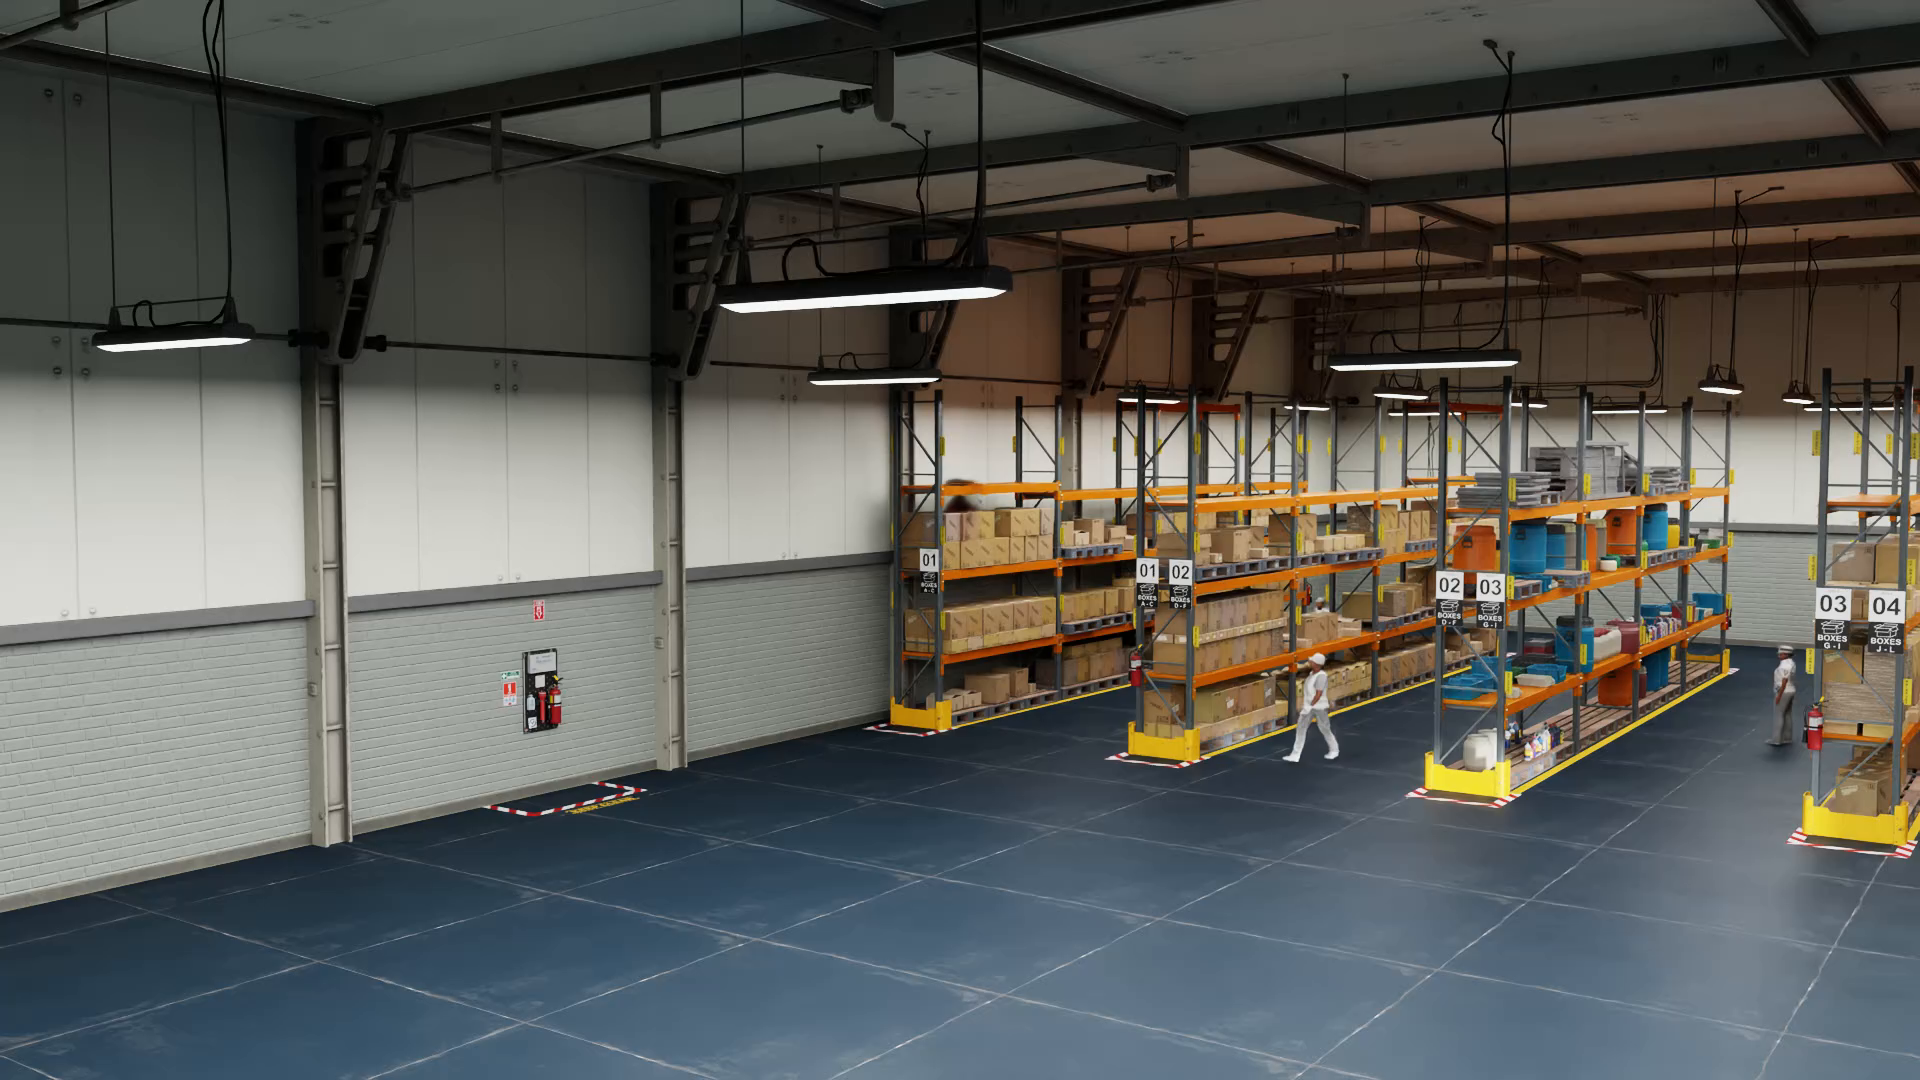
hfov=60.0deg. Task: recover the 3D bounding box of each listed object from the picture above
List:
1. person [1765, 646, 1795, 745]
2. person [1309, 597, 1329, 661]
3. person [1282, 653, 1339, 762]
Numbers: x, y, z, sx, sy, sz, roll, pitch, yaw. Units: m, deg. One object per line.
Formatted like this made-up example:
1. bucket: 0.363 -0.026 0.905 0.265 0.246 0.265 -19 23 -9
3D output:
1. person: 13.785 2.605 27.913 0.411 1.668 0.526 3 4 41
2. person: 8.015 2.076 36.940 0.621 1.620 1.028 2 4 35
3. person: 5.595 2.649 26.260 1.059 1.729 0.490 -2 4 -35
